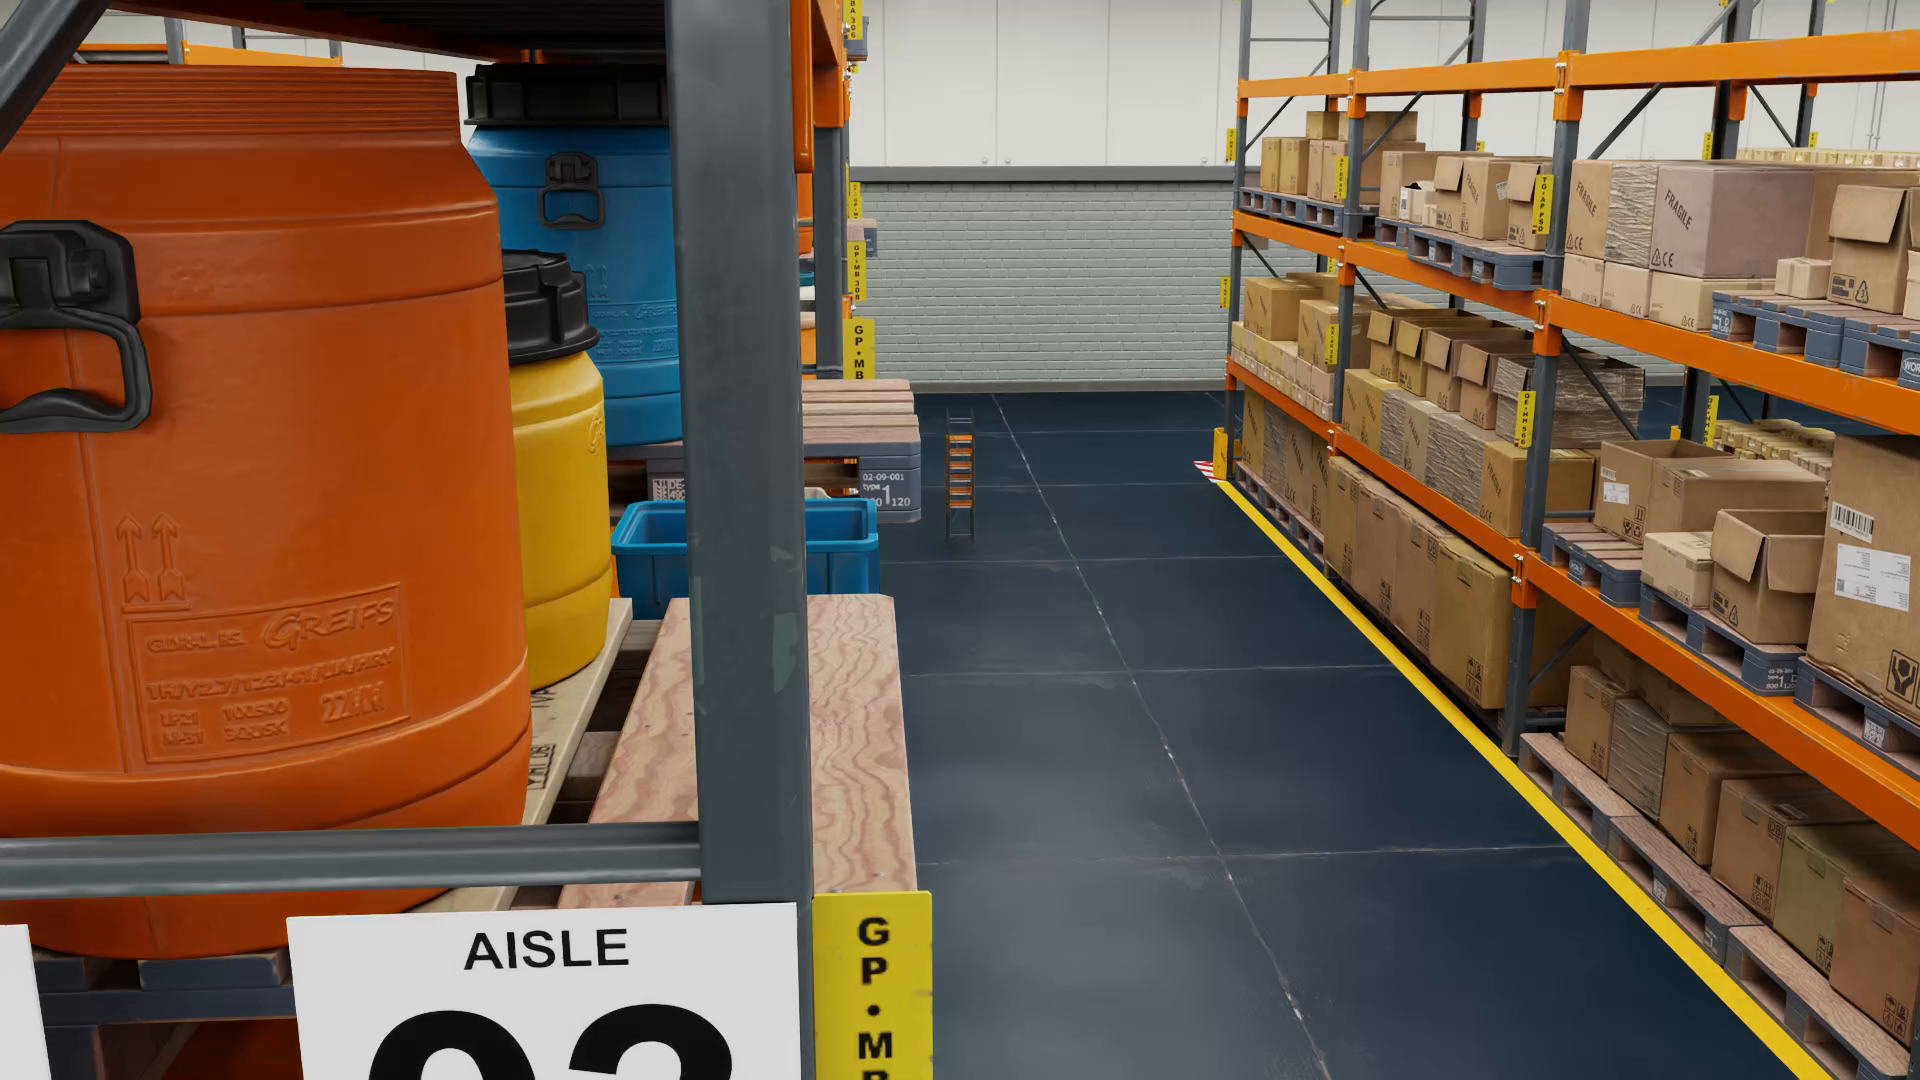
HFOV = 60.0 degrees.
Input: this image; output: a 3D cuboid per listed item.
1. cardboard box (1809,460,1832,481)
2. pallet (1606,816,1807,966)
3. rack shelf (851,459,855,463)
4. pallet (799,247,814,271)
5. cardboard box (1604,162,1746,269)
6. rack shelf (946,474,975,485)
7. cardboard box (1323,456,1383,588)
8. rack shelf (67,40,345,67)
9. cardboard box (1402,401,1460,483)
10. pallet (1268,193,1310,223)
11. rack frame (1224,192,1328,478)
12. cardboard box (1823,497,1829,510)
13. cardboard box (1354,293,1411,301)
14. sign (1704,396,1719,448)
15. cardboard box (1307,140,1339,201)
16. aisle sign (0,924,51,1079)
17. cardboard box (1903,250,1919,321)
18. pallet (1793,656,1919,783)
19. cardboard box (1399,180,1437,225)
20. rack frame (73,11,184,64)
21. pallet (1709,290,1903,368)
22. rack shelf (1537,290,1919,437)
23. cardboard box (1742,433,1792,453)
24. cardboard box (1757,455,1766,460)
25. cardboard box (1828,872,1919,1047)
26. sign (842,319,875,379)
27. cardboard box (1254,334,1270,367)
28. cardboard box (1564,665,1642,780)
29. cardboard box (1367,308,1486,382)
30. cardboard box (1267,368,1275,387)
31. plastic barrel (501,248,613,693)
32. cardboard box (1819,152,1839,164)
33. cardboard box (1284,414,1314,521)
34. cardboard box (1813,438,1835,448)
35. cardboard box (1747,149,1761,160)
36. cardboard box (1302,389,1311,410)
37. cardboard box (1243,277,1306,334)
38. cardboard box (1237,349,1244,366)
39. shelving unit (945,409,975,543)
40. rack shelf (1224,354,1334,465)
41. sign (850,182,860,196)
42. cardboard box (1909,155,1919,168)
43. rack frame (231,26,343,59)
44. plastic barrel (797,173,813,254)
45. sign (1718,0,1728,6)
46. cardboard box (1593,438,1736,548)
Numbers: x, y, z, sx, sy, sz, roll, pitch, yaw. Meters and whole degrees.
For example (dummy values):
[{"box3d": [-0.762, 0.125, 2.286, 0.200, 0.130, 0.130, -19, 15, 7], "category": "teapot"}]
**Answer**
[{"box3d": [8.127, -0.646, 15.427, 0.380, 0.149, 0.250, -2, 15, -6], "category": "cardboard box"}, {"box3d": [3.944, 1.699, 8.223, 1.003, 0.211, 1.213, -1, 14, -3], "category": "pallet"}, {"box3d": [-1.243, -0.221, 11.533, 1.077, 0.370, 4.000, -1, 14, -3], "category": "rack shelf"}, {"box3d": [-1.068, -1.625, 9.905, 1.003, 0.211, 1.213, -1, 14, -3], "category": "pallet"}, {"box3d": [3.625, -1.645, 8.398, 0.500, 0.500, 0.500, -1, 14, -3], "category": "cardboard box"}, {"box3d": [0.001, -0.534, 15.098, 0.258, 0.103, 0.180, -1, 14, -3], "category": "rack shelf"}, {"box3d": [3.637, -0.159, 13.269, 1.225, 0.875, 0.875, -1, 14, -3], "category": "cardboard box"}, {"box3d": [-6.434, -4.044, 14.358, 1.077, 0.370, 4.000, -1, 14, -3], "category": "rack shelf"}, {"box3d": [3.456, -0.695, 11.733, 0.500, 0.500, 0.500, -1, 14, -2], "category": "cardboard box"}, {"box3d": [3.464, -3.059, 15.279, 1.003, 0.211, 1.213, -1, 14, -3], "category": "pallet"}, {"box3d": [3.329, -2.138, 17.540, 1.000, 3.000, 0.127, -1, 14, -3], "category": "rack frame"}, {"box3d": [8.105, -0.367, 15.535, 0.380, 0.149, 0.250, -1, 14, -4], "category": "cardboard box"}, {"box3d": [3.743, -1.953, 15.019, 0.500, 0.500, 0.500, -1, 14, -5], "category": "cardboard box"}, {"box3d": [4.366, -0.682, 9.714, 0.100, 0.325, 0.005, -1, 14, -3], "category": "sign"}, {"box3d": [3.440, -3.224, 14.495, 0.700, 0.500, 0.500, 0, 14, -1], "category": "cardboard box"}, {"box3d": [-0.915, 0.681, 1.366, 0.394, 0.787, 0.004, -1, 14, -3], "category": "aisle sign"}, {"box3d": [3.915, -0.977, 6.434, 0.396, 0.266, 0.258, 0, 14, -1], "category": "cardboard box"}, {"box3d": [4.171, 0.747, 6.712, 1.003, 0.211, 1.213, -1, 14, -3], "category": "pallet"}, {"box3d": [3.555, -2.482, 12.193, 0.500, 0.311, 0.500, -1, 14, -5], "category": "cardboard box"}, {"box3d": [-6.311, -3.897, 12.335, 1.000, 3.000, 0.127, -1, 14, -3], "category": "rack frame"}, {"box3d": [4.073, -0.928, 7.196, 1.213, 0.211, 1.003, -1, 14, -3], "category": "pallet"}, {"box3d": [3.949, -0.755, 7.590, 1.077, 0.370, 4.000, -1, 14, -3], "category": "rack shelf"}, {"box3d": [8.102, -0.973, 16.697, 0.380, 0.149, 0.250, -2, 15, -6], "category": "cardboard box"}, {"box3d": [8.145, -0.763, 16.479, 0.380, 0.149, 0.250, -2, 15, -6], "category": "cardboard box"}, {"box3d": [4.056, 1.691, 6.792, 0.700, 0.500, 0.500, -2, 15, -8], "category": "cardboard box"}, {"box3d": [-0.321, -0.540, 5.291, 0.100, 0.325, 0.005, -1, 14, -3], "category": "sign"}, {"box3d": [3.156, -1.832, 16.053, 0.500, 0.250, 0.500, -1, 14, -5], "category": "cardboard box"}, {"box3d": [3.886, 1.015, 9.417, 0.700, 0.500, 0.500, -2, 15, -6], "category": "cardboard box"}, {"box3d": [3.625, -1.519, 12.919, 0.797, 0.503, 0.637, -1, 14, -5], "category": "cardboard box"}, {"box3d": [3.118, -1.540, 15.722, 0.380, 0.149, 0.250, -1, 14, -5], "category": "cardboard box"}, {"box3d": [-0.820, -0.111, 2.422, 0.600, 0.588, 0.600, 0, 14, 0], "category": "plastic barrel"}, {"box3d": [8.099, -3.467, 15.185, 0.380, 0.149, 0.250, -1, 14, -4], "category": "cardboard box"}, {"box3d": [3.560, -0.707, 15.399, 0.875, 0.875, 0.875, -1, 14, -3], "category": "cardboard box"}, {"box3d": [8.698, -0.915, 16.473, 0.380, 0.149, 0.250, 0, 14, -1], "category": "cardboard box"}, {"box3d": [8.021, -3.788, 16.432, 0.380, 0.149, 0.250, -1, 14, -4], "category": "cardboard box"}, {"box3d": [3.199, -1.220, 14.477, 0.380, 0.149, 0.250, -1, 14, -4], "category": "cardboard box"}, {"box3d": [3.120, -2.325, 16.465, 0.500, 0.500, 0.500, -1, 14, -5], "category": "cardboard box"}, {"box3d": [3.039, -1.859, 16.960, 0.380, 0.149, 0.250, -1, 14, -4], "category": "cardboard box"}, {"box3d": [0.001, -0.577, 15.087, 0.258, 1.200, 0.189, -1, 14, -3], "category": "shelving unit"}, {"box3d": [3.453, -1.292, 15.696, 1.077, 0.370, 4.000, -1, 14, -3], "category": "rack shelf"}, {"box3d": [-1.066, -3.476, 16.931, 0.100, 0.325, 0.005, -1, 14, -3], "category": "sign"}, {"box3d": [8.215, -3.149, 13.948, 0.380, 0.149, 0.250, -1, 14, -2], "category": "cardboard box"}, {"box3d": [-6.558, -4.891, 16.202, 1.000, 3.000, 0.127, -1, 14, -3], "category": "rack frame"}, {"box3d": [-1.151, -2.077, 9.579, 0.600, 0.830, 0.708, -1, 14, -3], "category": "plastic barrel"}, {"box3d": [7.744, -5.577, 16.834, 0.100, 0.325, 0.005, -1, 14, -3], "category": "sign"}, {"box3d": [3.898, -0.267, 9.223, 0.500, 0.500, 0.500, -3, 15, -10], "category": "cardboard box"}]
